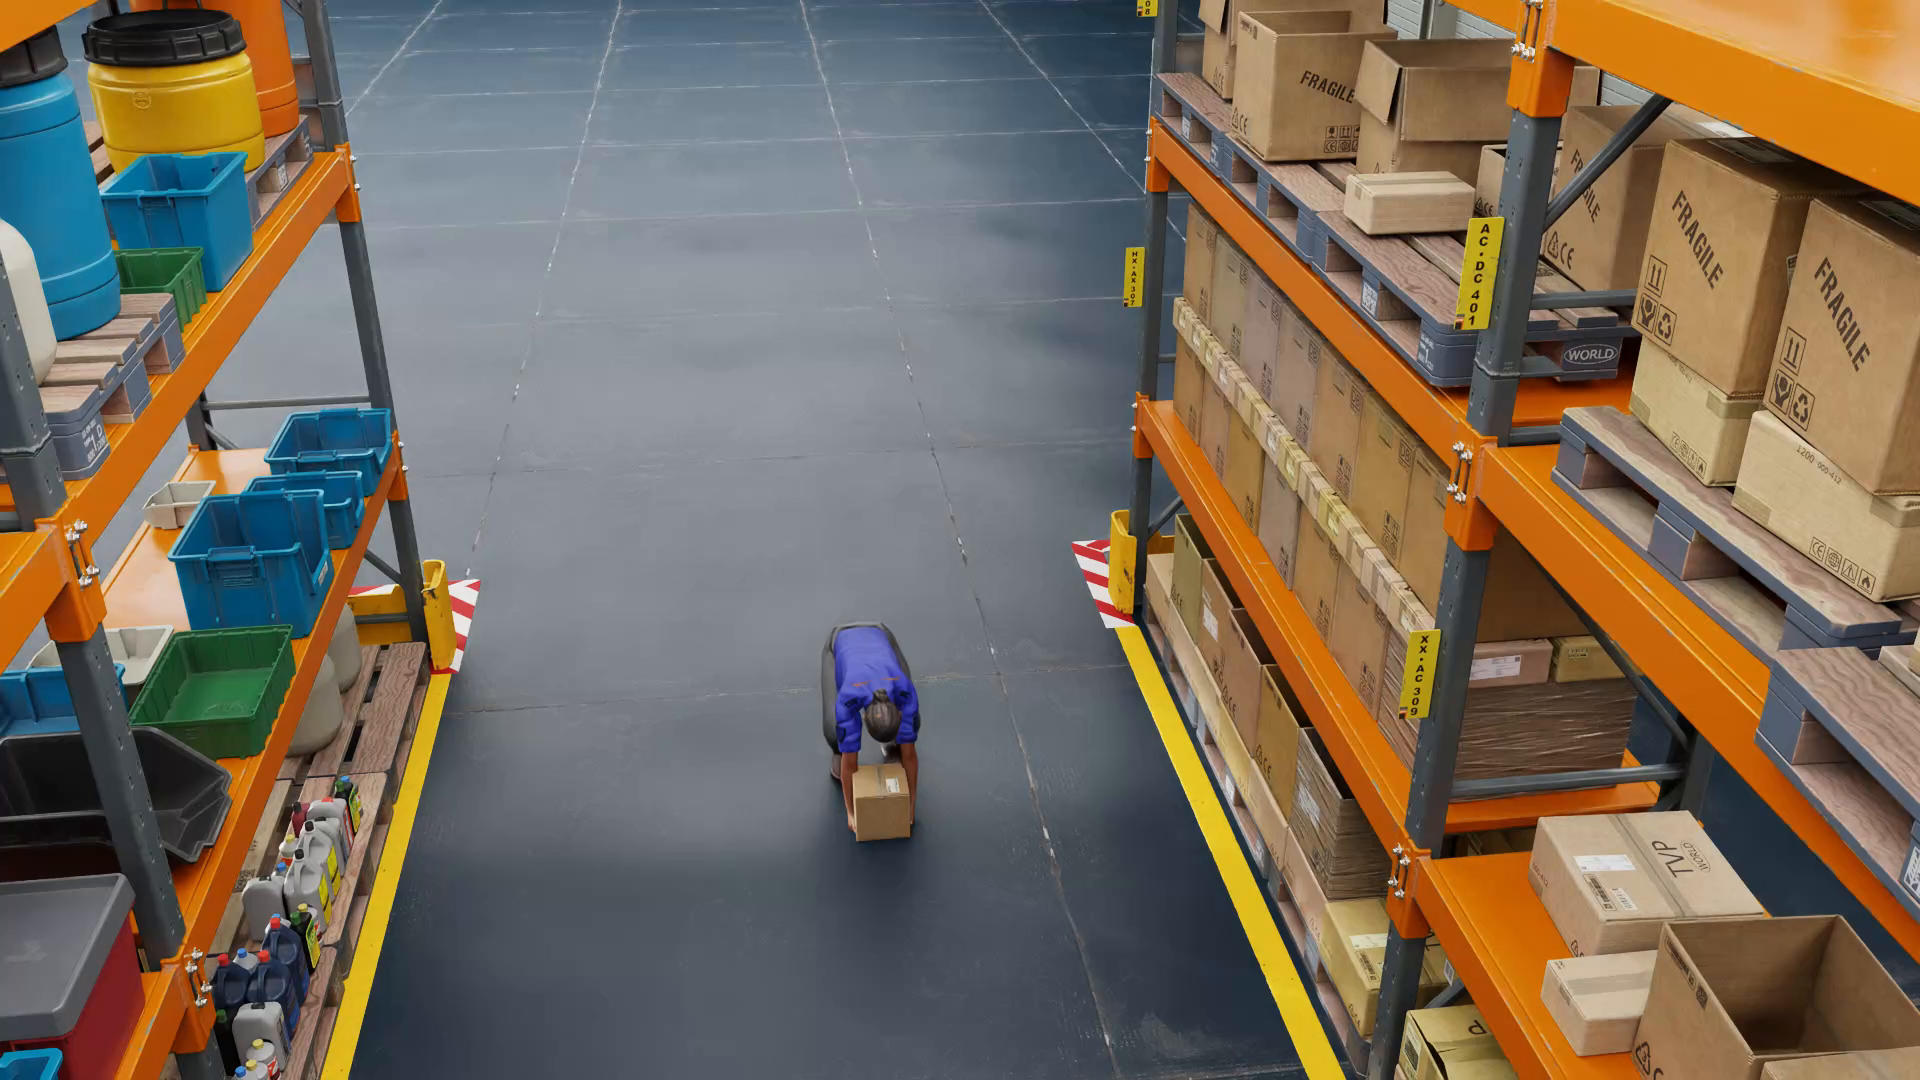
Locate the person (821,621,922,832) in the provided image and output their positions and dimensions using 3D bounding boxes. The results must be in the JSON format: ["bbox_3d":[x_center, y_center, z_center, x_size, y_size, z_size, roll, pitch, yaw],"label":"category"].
[{"bbox_3d":[-0.423,0.862,7.958,0.470,0.779,0.873,-5,28,-9],"label":"person"}]
